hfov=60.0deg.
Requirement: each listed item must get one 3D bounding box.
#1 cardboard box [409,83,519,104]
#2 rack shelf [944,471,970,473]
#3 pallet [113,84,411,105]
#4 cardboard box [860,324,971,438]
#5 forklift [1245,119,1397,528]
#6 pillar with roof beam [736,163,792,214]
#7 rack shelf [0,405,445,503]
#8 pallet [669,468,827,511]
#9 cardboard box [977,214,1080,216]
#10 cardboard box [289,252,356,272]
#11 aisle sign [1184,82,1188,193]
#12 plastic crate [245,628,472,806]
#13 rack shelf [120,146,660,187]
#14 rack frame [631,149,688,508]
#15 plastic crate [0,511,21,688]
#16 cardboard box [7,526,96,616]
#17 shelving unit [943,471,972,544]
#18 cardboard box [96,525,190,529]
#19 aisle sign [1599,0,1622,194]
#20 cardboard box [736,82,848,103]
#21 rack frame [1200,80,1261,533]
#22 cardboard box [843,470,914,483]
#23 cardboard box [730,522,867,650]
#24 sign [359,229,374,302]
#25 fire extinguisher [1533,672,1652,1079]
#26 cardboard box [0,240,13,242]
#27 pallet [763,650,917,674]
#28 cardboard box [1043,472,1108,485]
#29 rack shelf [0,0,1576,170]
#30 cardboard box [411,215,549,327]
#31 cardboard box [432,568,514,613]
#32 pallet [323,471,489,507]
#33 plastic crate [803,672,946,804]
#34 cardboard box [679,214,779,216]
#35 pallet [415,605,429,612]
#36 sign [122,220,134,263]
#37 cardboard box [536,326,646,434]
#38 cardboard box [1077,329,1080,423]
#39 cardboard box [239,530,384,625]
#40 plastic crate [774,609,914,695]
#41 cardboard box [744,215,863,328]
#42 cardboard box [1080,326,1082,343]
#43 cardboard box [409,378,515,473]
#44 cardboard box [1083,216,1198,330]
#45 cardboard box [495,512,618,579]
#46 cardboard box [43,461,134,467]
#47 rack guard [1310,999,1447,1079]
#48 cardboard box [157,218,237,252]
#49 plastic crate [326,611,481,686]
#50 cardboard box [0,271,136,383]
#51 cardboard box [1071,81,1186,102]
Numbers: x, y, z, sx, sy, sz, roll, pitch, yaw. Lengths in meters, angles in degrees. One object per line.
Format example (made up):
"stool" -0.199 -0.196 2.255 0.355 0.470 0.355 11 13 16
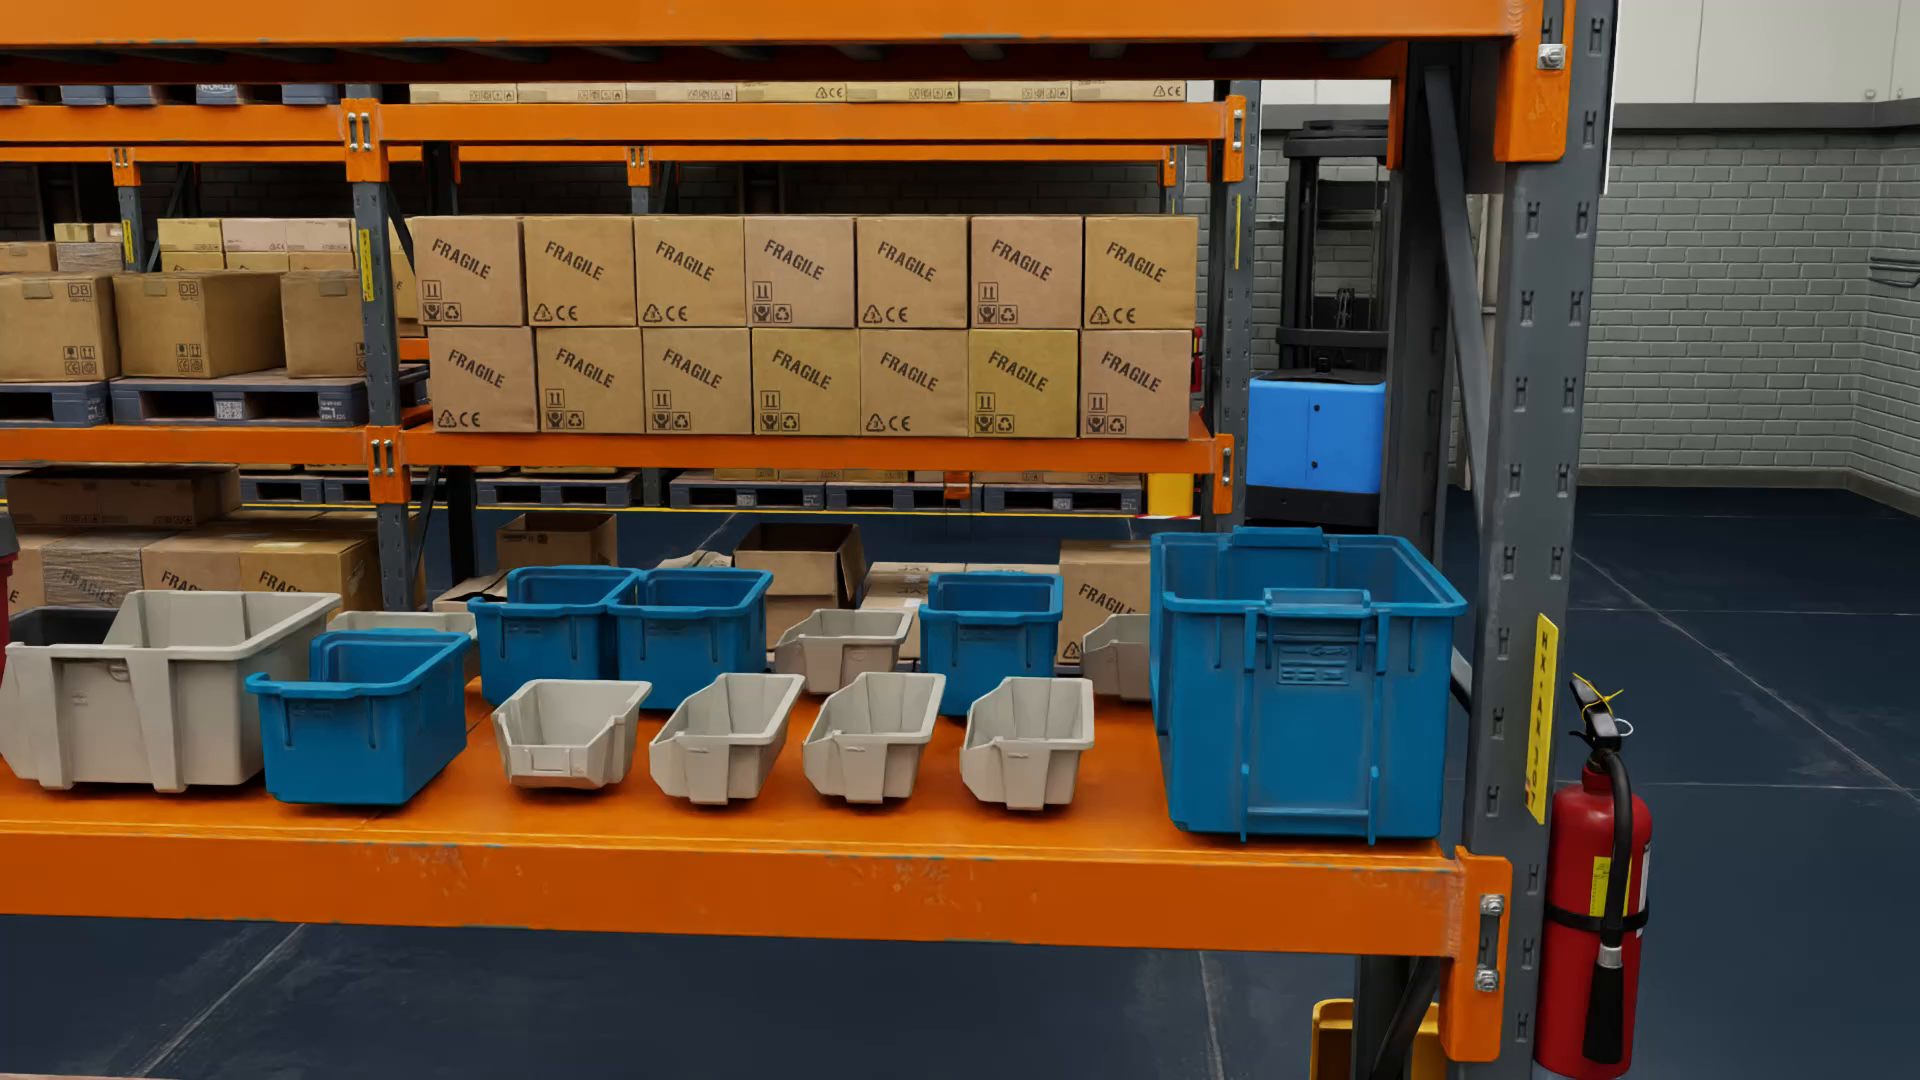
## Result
"cardboard box" -2.234 -2.150 7.760 0.500 0.250 0.500 1 12 4
"rack shelf" -0.014 -0.544 11.655 0.180 0.103 0.258 1 12 4
"pallet" -3.348 -2.212 8.149 1.003 0.211 1.213 1 12 4
"cardboard box" -0.192 -0.771 7.885 0.500 0.500 0.500 1 12 4
"forklift" 3.134 -1.775 13.095 1.130 2.935 3.031 6 13 25
"pillar with roof beam" -1.907 -4.048 9.144 0.400 9.000 9.100 1 12 4
"rack shelf" -4.698 -0.488 8.530 4.000 0.370 1.077 1 12 4
"pallet" -1.622 -0.433 13.323 1.213 0.211 1.003 1 12 4
"cardboard box" 0.341 -1.361 8.264 0.500 0.500 0.500 1 12 4
"cardboard box" -4.882 -2.008 13.024 0.500 0.500 0.500 1 12 4
"aisle sign" 1.668 -2.980 12.338 0.004 0.787 0.394 1 12 4
"plastic crate" -1.112 0.331 3.121 0.300 0.233 0.416 1 12 4
"rack shelf" -4.371 -2.968 13.061 4.000 0.370 1.077 1 12 4
"rack frame" -2.375 -1.824 13.163 0.127 3.000 1.000 1 12 4
"plastic crate" -2.163 0.202 3.172 0.583 0.464 0.402 1 12 4
"cardboard box" -4.715 0.226 8.393 0.500 0.500 0.500 0 12 2
"shelving unit" -0.014 -0.587 11.646 0.189 1.200 0.258 1 12 4
"cardboard box" -4.200 0.126 8.870 0.500 0.500 0.500 1 12 4
"aisle sign" 1.006 -0.957 2.669 0.004 0.787 0.394 1 12 4
"cardboard box" -0.737 -2.129 7.660 0.500 0.250 0.500 1 12 4
"rack frame" 1.289 -0.758 8.064 0.127 3.000 1.000 1 12 4
"cardboard box" -0.623 -0.760 13.156 0.500 0.500 0.700 1 12 5
"cardboard box" -0.828 0.219 8.418 0.637 0.503 0.797 1 12 4
"sign" -2.736 -1.266 7.665 0.005 0.325 0.100 1 12 4
"fire extinguisher" 1.074 0.570 2.819 0.183 0.674 0.296 1 12 4
"cardboard box" -8.080 -2.160 13.451 0.500 0.500 0.700 1 12 4
"pallet" -0.797 0.578 8.488 1.213 0.211 1.003 1 12 4
"cardboard box" 0.911 -0.741 13.063 0.500 0.500 0.700 1 12 4
"rack shelf" -1.042 -0.889 3.124 4.000 0.370 1.077 1 12 4
"cardboard box" -2.251 -1.287 7.907 0.500 0.500 0.500 1 12 5
"cardboard box" -2.298 0.338 8.317 0.500 0.311 0.500 1 12 4
"pallet" -4.371 -0.471 13.503 1.213 0.211 1.003 1 12 4
"plastic crate" -0.160 0.373 3.157 0.243 0.136 0.396 1 12 4
"cardboard box" -1.166 -1.383 8.368 0.500 0.500 0.500 1 12 4
"pallet" -3.517 0.549 8.627 1.213 0.211 1.003 1 12 4
"sign" -6.393 -2.296 12.784 0.005 0.325 0.100 1 12 4
"cardboard box" -1.701 -0.792 7.985 0.500 0.500 0.500 1 12 5
"cardboard box" 0.348 -0.872 8.369 0.500 0.500 0.500 1 12 3
"cardboard box" -3.214 0.248 8.289 0.500 0.500 0.500 1 12 3
"plastic crate" -0.262 0.253 3.731 0.298 0.136 0.250 1 12 4
"cardboard box" -0.708 -1.266 7.807 0.500 0.500 0.500 1 12 6
"cardboard box" 1.106 -1.921 12.895 0.700 0.700 0.980 1 12 6
"cardboard box" -3.919 -0.972 13.311 0.750 0.750 0.750 1 12 5
"cardboard box" 0.826 -1.246 7.712 0.500 0.500 0.500 1 12 3
"cardboard box" -2.115 0.146 8.776 0.500 0.500 0.500 1 12 4
"cardboard box" -7.088 -0.870 13.632 0.500 0.500 0.700 1 12 5
"rack guard" 0.979 1.475 3.493 0.348 0.500 1.175 1 12 4
"cardboard box" -5.902 -2.391 13.022 0.500 0.250 0.500 1 12 5
"plastic crate" -1.280 0.262 3.689 0.466 0.136 0.293 1 12 4
"cardboard box" -4.469 -1.078 8.327 0.500 0.500 0.700 -2 12 -11
"cardboard box" 0.758 -2.106 7.548 0.500 0.250 0.500 1 12 4
